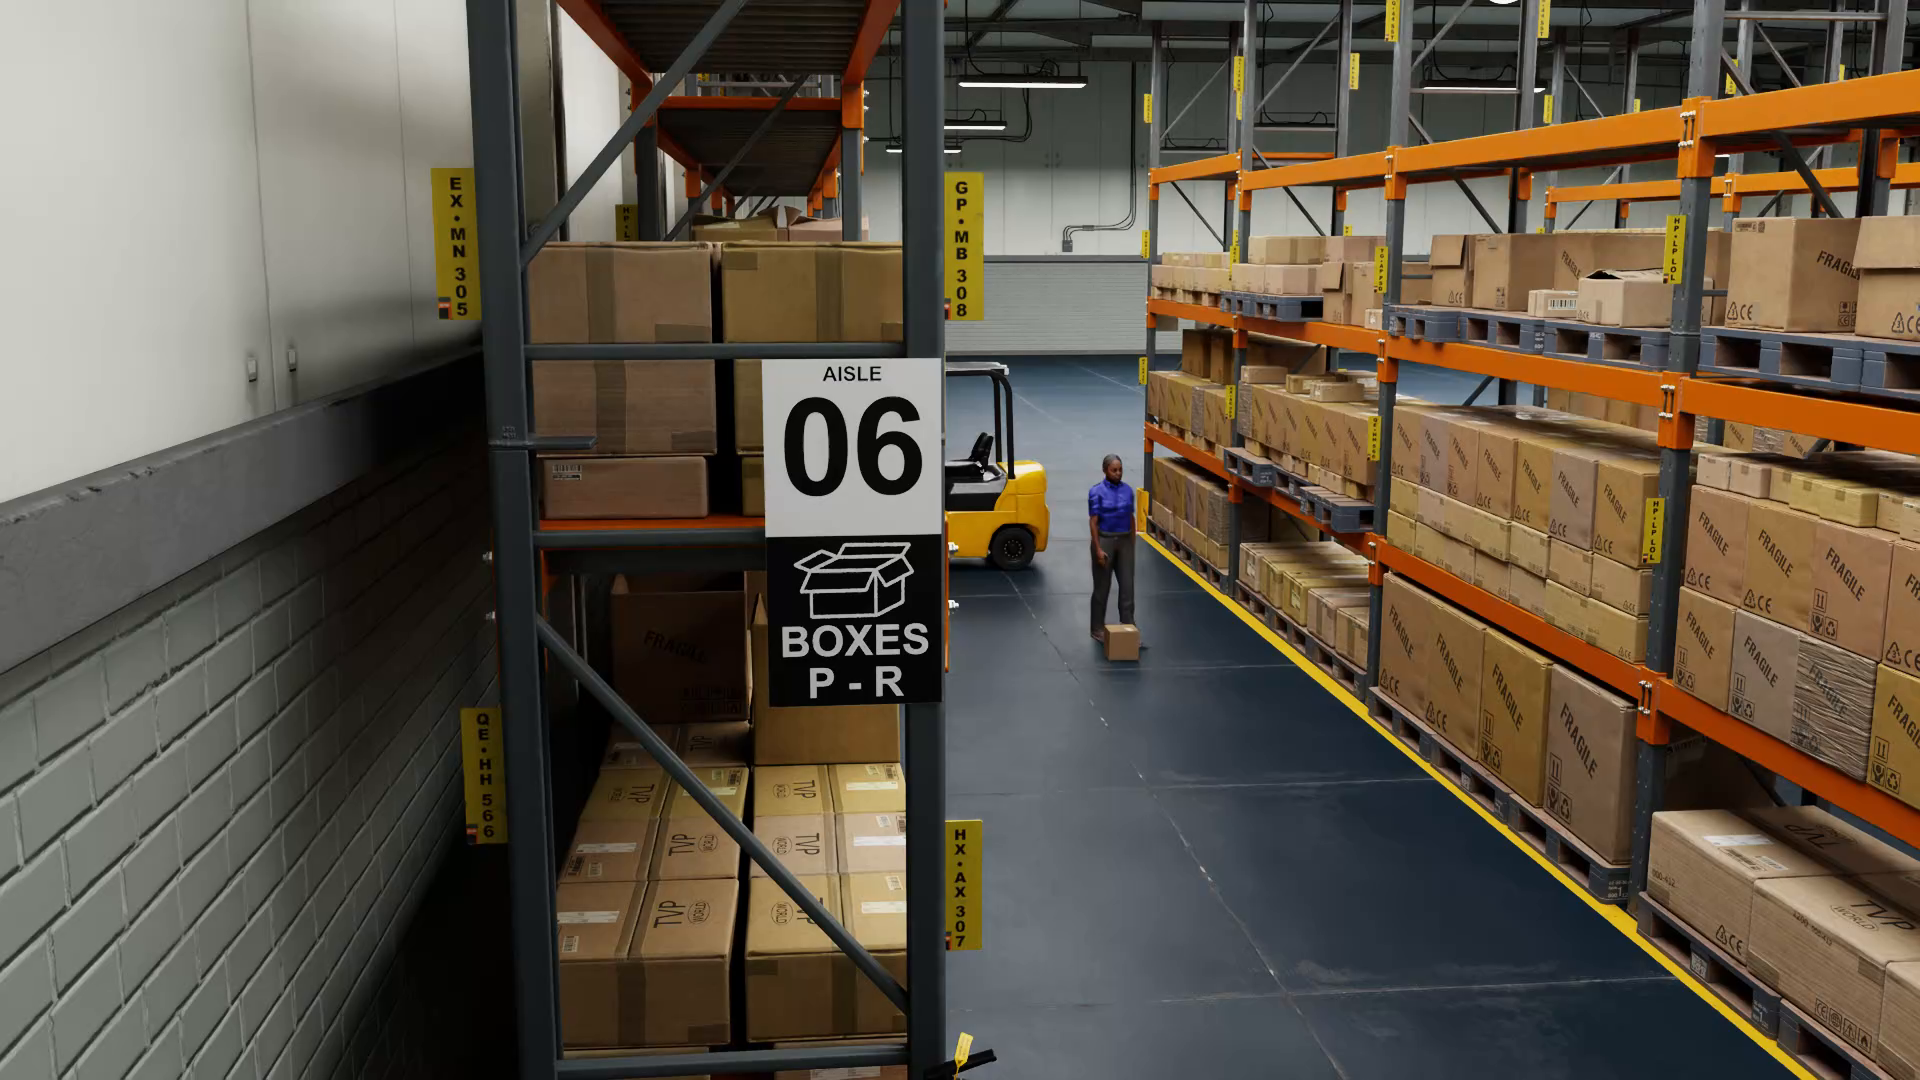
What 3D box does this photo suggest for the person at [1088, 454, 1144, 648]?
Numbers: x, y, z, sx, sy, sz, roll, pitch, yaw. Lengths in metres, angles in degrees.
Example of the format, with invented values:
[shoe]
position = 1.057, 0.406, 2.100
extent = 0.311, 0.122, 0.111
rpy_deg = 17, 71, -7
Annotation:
[person]
position = 1.351, 0.086, 14.390
extent = 0.464, 1.666, 0.505
rpy_deg = -4, 11, -22
